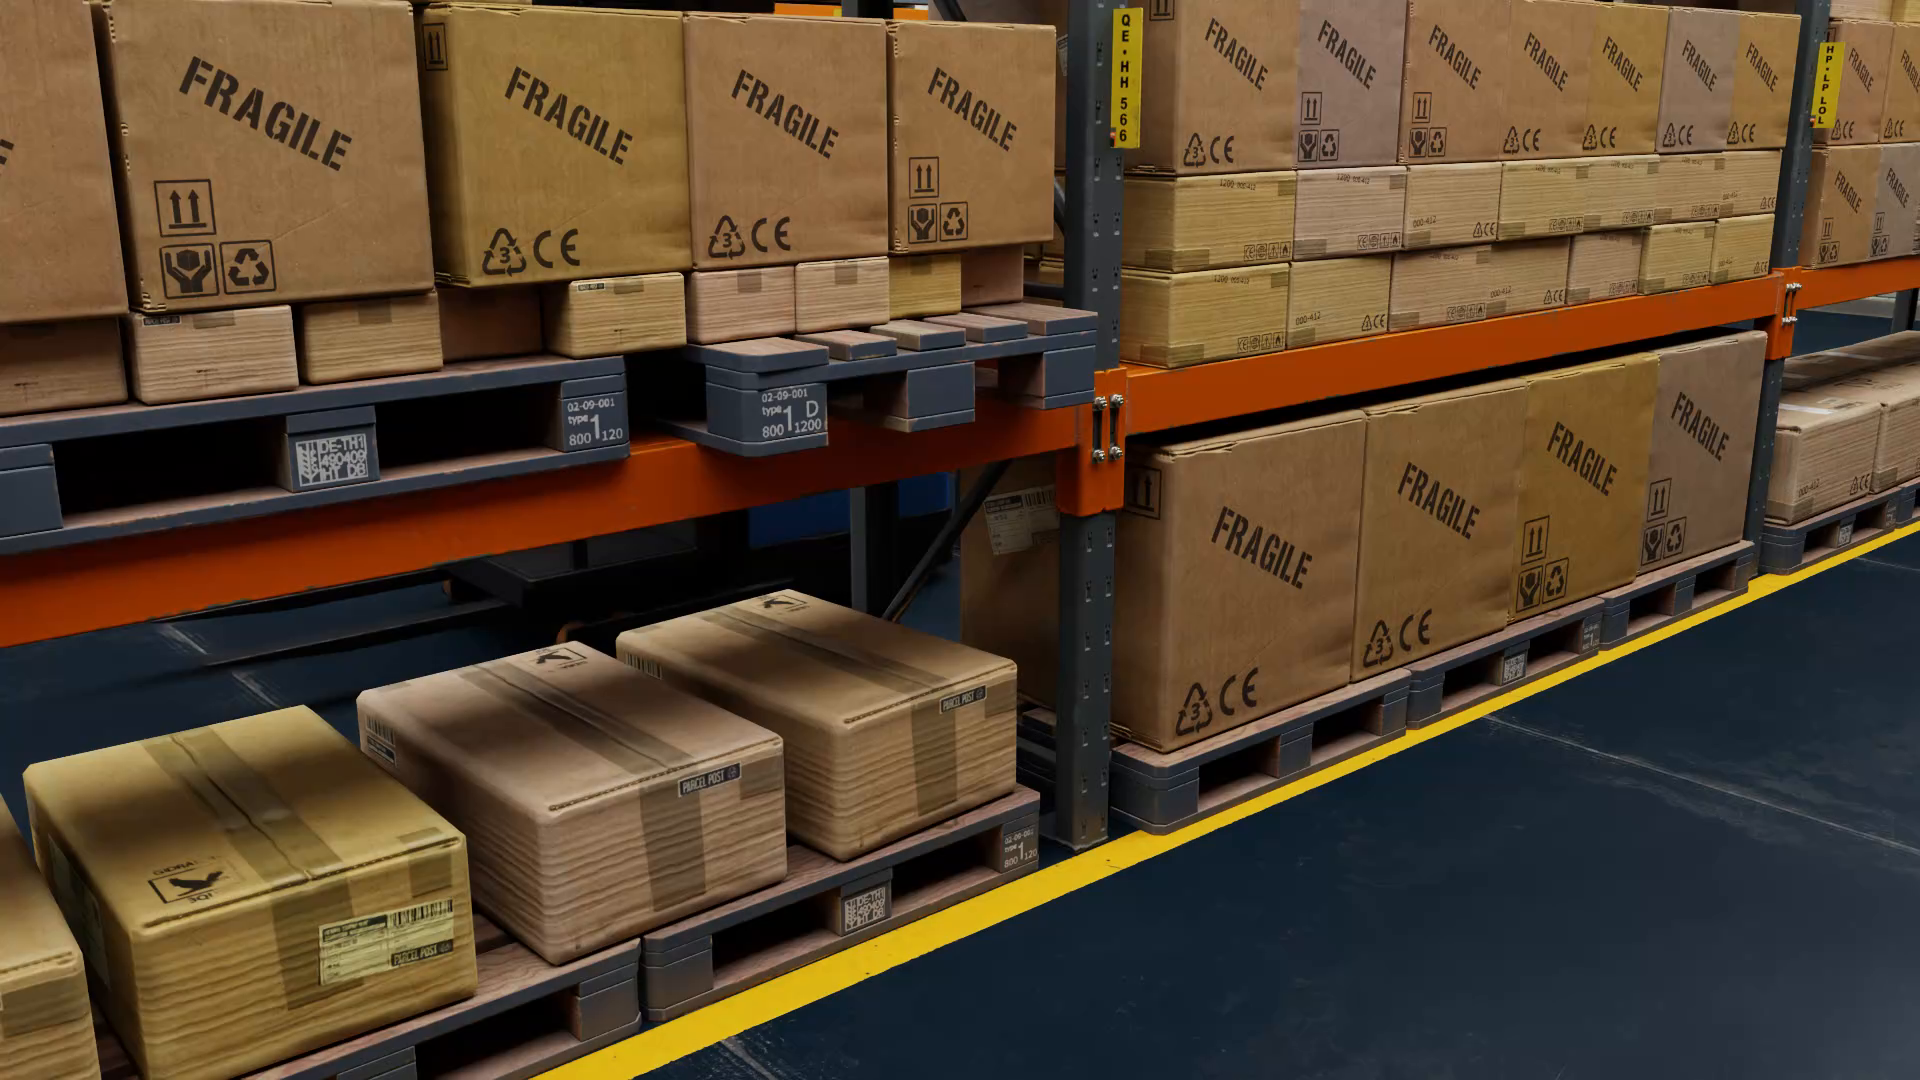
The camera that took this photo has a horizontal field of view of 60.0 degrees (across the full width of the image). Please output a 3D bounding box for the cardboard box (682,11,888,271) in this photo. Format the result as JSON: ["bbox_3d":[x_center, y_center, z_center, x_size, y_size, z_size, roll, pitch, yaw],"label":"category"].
[{"bbox_3d":[-0.507,-0.872,3.619,0.500,0.500,0.500,-13,20,-40],"label":"cardboard box"}]

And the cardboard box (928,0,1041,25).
[{"bbox_3d":[0.255,-1.368,4.928,0.500,0.500,0.500,-13,20,-41],"label":"cardboard box"}]

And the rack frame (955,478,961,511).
[{"bbox_3d":[0.058,-0.593,7.644,0.006,1.200,0.240,-13,19,-39],"label":"rack frame"}]

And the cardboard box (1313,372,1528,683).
[{"bbox_3d":[1.288,-0.126,5.712,0.875,0.875,0.875,-12,19,-39],"label":"cardboard box"}]

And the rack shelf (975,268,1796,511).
[{"bbox_3d":[1.545,-0.690,5.913,4.000,0.370,1.077,-13,19,-39],"label":"rack shelf"}]

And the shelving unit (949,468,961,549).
[{"bbox_3d":[-0.011,-0.577,7.586,0.189,1.200,0.258,-13,19,-39],"label":"shelving unit"}]

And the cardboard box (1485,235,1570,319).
[{"bbox_3d":[1.716,-0.922,5.680,0.500,0.250,0.500,-13,19,-39],"label":"cardboard box"}]

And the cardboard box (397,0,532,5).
[{"bbox_3d":[-1.012,-1.074,3.119,0.250,0.149,0.380,-14,20,-42],"label":"cardboard box"}]

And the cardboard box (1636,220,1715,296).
[{"bbox_3d":[2.496,-1.092,6.317,0.500,0.250,0.500,-13,20,-40],"label":"cardboard box"}]

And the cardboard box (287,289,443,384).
[{"bbox_3d":[-1.173,-0.401,3.110,0.250,0.149,0.380,-13,20,-41],"label":"cardboard box"}]

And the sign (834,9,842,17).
[{"bbox_3d":[-0.330,-1.365,4.805,0.005,0.325,0.100,-13,19,-39],"label":"sign"}]

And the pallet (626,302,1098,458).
[{"bbox_3d":[-0.431,-0.464,4.047,1.003,0.211,1.213,-13,19,-39],"label":"pallet"}]

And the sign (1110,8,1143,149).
[{"bbox_3d":[0.400,-1.115,4.023,0.005,0.325,0.100,-13,19,-39],"label":"sign"}]

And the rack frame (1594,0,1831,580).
[{"bbox_3d":[3.054,-1.376,7.088,0.127,3.000,1.000,-13,19,-39],"label":"rack frame"}]

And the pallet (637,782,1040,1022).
[{"bbox_3d":[-0.554,0.781,4.417,1.213,0.211,1.003,-13,19,-39],"label":"pallet"}]

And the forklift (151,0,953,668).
[{"bbox_3d":[-1.486,-1.111,6.230,3.031,2.935,1.130,-12,19,-38],"label":"forklift"}]

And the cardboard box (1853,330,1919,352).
[{"bbox_3d":[5.639,-0.887,9.410,0.875,0.438,0.875,-14,20,-41],"label":"cardboard box"}]

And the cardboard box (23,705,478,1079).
[{"bbox_3d":[-1.523,0.716,3.535,0.625,0.372,0.950,-12,19,-38],"label":"cardboard box"}]

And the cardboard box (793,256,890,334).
[{"bbox_3d":[-0.372,-0.568,3.735,0.250,0.149,0.380,-13,20,-40],"label":"cardboard box"}]

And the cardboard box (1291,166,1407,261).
[{"bbox_3d":[0.972,-0.992,4.975,0.500,0.250,0.500,-12,19,-38],"label":"cardboard box"}]

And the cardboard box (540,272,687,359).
[{"bbox_3d":[-0.765,-0.477,3.397,0.250,0.149,0.380,-12,19,-38],"label":"cardboard box"}]

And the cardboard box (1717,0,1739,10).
[{"bbox_3d":[3.348,-2.358,7.378,0.250,0.149,0.380,-12,19,-38],"label":"cardboard box"}]

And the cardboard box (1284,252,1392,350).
[{"bbox_3d":[0.947,-0.750,5.036,0.500,0.250,0.500,-13,20,-41],"label":"cardboard box"}]

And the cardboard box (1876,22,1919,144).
[{"bbox_3d":[3.957,-2.025,7.388,0.500,0.500,0.500,-13,20,-40],"label":"cardboard box"}]

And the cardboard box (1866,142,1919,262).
[{"bbox_3d":[3.962,-1.537,7.498,0.500,0.500,0.500,-12,19,-39],"label":"cardboard box"}]

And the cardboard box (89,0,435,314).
[{"bbox_3d":[-1.299,-0.694,2.953,0.500,0.500,0.500,-14,20,-42],"label":"cardboard box"}]

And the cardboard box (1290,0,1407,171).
[{"bbox_3d":[0.937,-1.351,4.866,0.500,0.500,0.500,-13,19,-39],"label":"cardboard box"}]

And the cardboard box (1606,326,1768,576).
[{"bbox_3d":[2.639,-0.432,6.857,0.875,0.875,0.875,-12,19,-38],"label":"cardboard box"}]

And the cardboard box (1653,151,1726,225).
[{"bbox_3d":[2.509,-1.337,6.264,0.500,0.250,0.500,-12,19,-38],"label":"cardboard box"}]

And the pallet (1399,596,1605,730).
[{"bbox_3d":[1.601,0.324,6.126,1.213,0.211,1.003,-13,19,-39],"label":"pallet"}]

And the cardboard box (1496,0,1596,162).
[{"bbox_3d":[1.720,-1.521,5.500,0.500,0.500,0.500,-12,19,-38],"label":"cardboard box"}]

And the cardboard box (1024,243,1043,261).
[{"bbox_3d":[0.235,-0.999,4.999,0.500,0.250,0.500,-13,20,-40],"label":"cardboard box"}]

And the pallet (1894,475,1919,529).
[{"bbox_3d":[4.600,-0.350,8.651,1.213,0.211,1.003,-13,19,-39],"label":"pallet"}]

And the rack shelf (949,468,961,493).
[{"bbox_3d":[-0.011,-0.302,7.659,0.180,0.103,0.258,-13,19,-39],"label":"rack shelf"}]

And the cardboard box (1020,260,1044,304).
[{"bbox_3d":[0.248,-0.762,5.081,0.500,0.250,0.500,-14,20,-41],"label":"cardboard box"}]

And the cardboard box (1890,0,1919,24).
[{"bbox_3d":[4.038,-2.352,7.354,0.250,0.149,0.380,-13,20,-40],"label":"cardboard box"}]

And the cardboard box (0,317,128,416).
[{"bbox_3d":[-1.590,-0.315,2.789,0.250,0.149,0.380,-12,19,-39],"label":"cardboard box"}]

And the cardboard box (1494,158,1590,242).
[{"bbox_3d":[1.747,-1.158,5.594,0.500,0.250,0.500,-12,19,-38],"label":"cardboard box"}]

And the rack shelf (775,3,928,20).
[{"bbox_3d":[-1.942,-4.746,15.285,4.000,0.370,1.077,-13,19,-39],"label":"rack shelf"}]

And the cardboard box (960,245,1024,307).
[{"bbox_3d":[-0.056,-0.678,4.150,0.250,0.149,0.380,-12,19,-37],"label":"cardboard box"}]

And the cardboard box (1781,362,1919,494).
[{"bbox_3d":[4.273,-0.578,8.253,0.875,0.438,0.875,-13,20,-41],"label":"cardboard box"}]

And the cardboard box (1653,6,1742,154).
[{"bbox_3d":[2.496,-1.694,6.147,0.500,0.500,0.500,-12,19,-38],"label":"cardboard box"}]

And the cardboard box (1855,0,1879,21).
[{"bbox_3d":[3.645,-2.270,7.048,0.250,0.149,0.380,-12,19,-39],"label":"cardboard box"}]

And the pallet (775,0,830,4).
[{"bbox_3d":[-1.907,-5.054,15.216,1.213,0.211,1.003,-13,19,-39],"label":"pallet"}]

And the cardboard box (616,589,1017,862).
[{"bbox_3d":[-0.396,0.462,4.485,0.625,0.372,0.950,-14,21,-43],"label":"cardboard box"}]
